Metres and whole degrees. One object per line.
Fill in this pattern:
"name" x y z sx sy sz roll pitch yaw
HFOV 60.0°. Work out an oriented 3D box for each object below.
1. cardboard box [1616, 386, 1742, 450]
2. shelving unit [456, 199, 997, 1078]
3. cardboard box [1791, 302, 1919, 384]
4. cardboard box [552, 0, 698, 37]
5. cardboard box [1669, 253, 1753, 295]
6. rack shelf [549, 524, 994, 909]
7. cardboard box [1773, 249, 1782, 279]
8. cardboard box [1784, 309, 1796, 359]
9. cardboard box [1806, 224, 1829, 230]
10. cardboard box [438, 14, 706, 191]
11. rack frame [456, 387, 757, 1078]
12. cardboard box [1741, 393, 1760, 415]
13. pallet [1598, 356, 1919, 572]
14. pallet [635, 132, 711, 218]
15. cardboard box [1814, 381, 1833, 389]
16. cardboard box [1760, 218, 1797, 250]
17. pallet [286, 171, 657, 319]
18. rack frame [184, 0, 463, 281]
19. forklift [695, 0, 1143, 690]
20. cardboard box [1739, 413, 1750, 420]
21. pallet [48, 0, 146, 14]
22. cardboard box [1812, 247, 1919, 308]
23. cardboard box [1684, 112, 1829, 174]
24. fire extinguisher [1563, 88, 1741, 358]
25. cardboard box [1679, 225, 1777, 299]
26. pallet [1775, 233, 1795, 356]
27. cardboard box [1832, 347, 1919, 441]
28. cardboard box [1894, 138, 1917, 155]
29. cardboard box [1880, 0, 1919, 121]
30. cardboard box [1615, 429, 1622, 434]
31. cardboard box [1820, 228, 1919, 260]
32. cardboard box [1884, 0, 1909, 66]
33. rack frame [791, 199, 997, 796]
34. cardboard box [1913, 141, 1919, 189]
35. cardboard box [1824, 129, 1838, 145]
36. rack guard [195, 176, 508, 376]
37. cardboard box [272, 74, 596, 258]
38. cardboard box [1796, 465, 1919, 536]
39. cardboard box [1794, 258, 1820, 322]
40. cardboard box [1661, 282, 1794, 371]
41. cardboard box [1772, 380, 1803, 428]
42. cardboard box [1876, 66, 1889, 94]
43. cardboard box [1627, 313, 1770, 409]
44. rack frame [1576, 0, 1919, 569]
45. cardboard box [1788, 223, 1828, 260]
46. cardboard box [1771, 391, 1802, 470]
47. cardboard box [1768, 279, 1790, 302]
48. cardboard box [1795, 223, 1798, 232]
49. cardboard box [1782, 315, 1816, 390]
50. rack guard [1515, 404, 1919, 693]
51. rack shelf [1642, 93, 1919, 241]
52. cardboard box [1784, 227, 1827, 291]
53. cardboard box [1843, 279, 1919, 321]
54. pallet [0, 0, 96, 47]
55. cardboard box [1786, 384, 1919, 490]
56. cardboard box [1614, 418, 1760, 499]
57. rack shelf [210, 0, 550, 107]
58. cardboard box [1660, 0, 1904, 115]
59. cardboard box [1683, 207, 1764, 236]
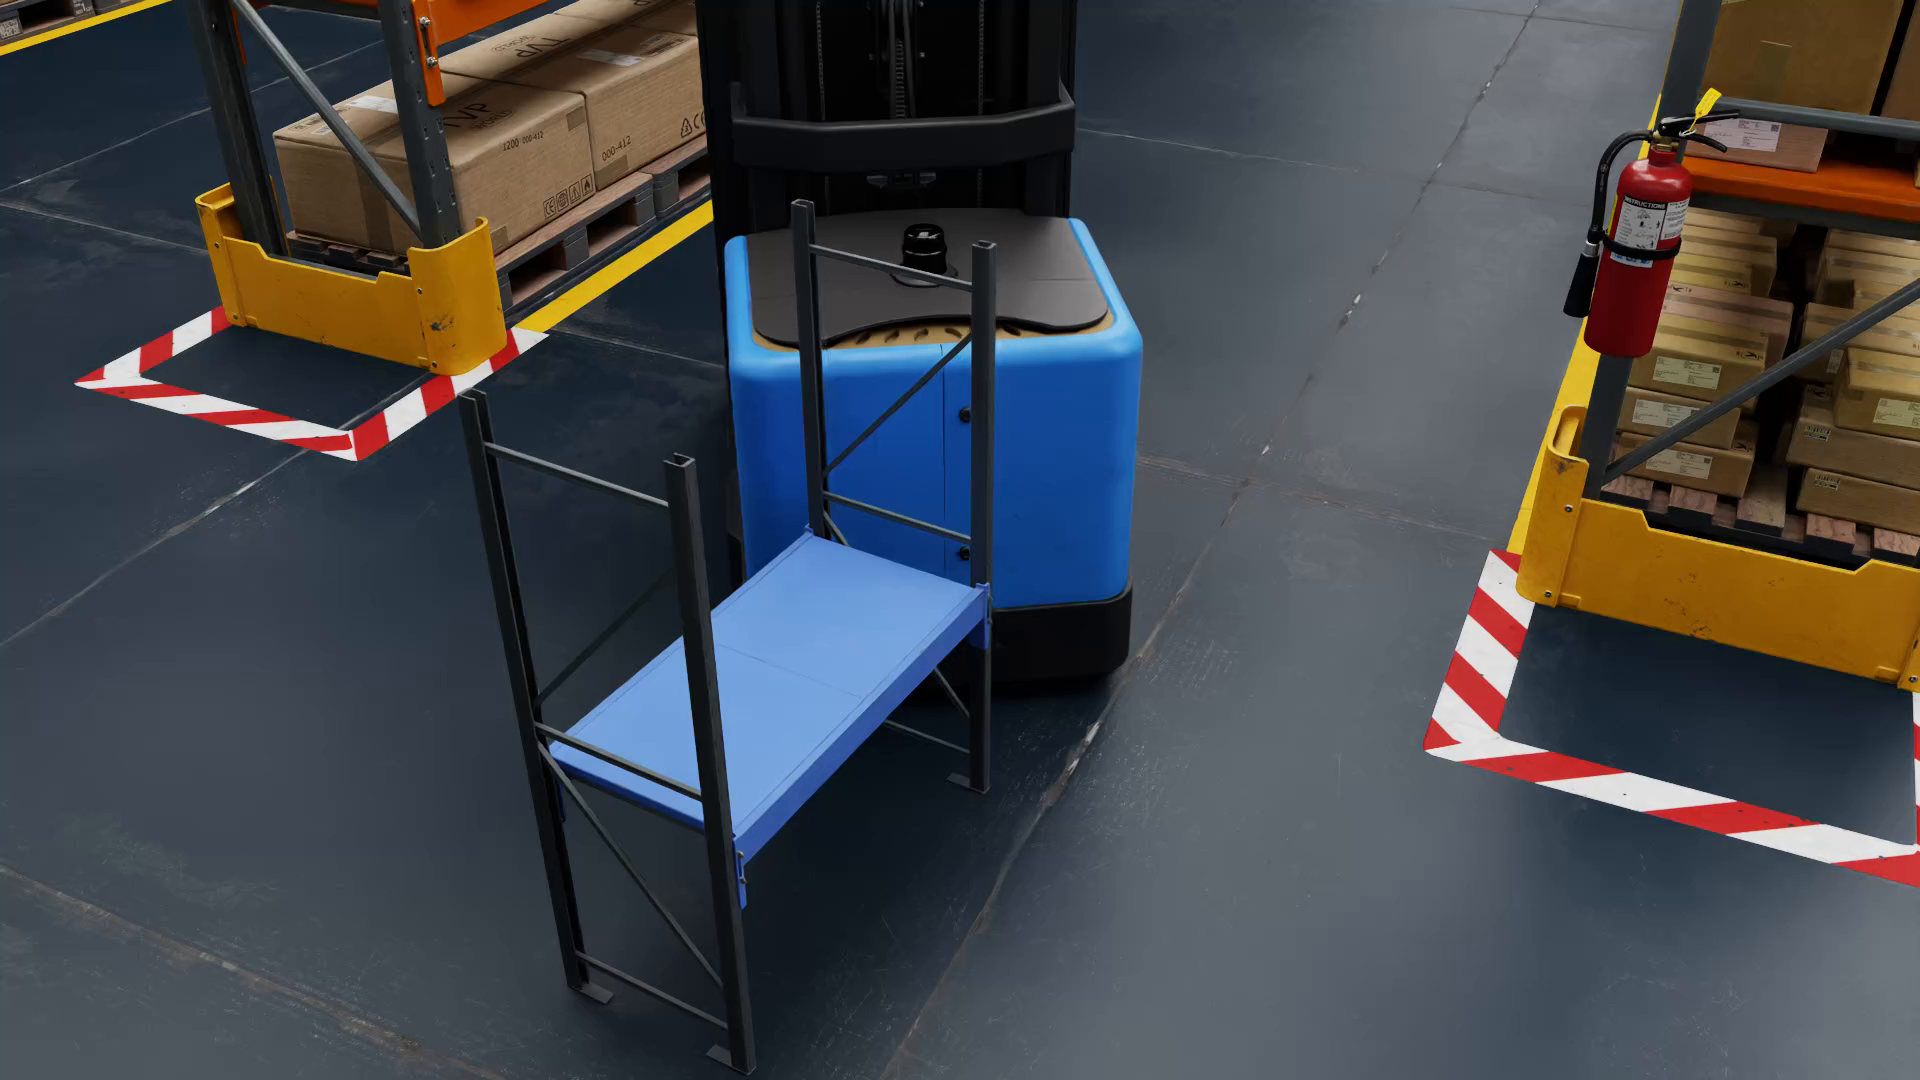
"cardboard box" 2.189 -0.433 5.120 0.380 0.149 0.250 13 36 19
"shelving unit" -0.402 0.193 3.588 0.538 1.500 1.048 18 37 25
"cardboard box" 2.761 -0.577 5.068 0.380 0.149 0.250 15 36 21
"cardboard box" -1.372 -2.444 8.195 0.875 0.438 0.875 13 35 19
"cardboard box" 2.369 -0.821 5.440 0.380 0.149 0.250 13 36 19
"rack shelf" -0.402 0.343 3.687 0.538 0.185 1.000 18 37 25
"cardboard box" 2.910 -1.061 6.349 0.380 0.149 0.250 15 36 22
"cardboard box" 3.097 -0.693 5.788 0.380 0.149 0.250 14 36 21
"cardboard box" 3.306 -1.219 6.048 0.380 0.149 0.250 14 36 21
"cardboard box" -1.750 -1.995 7.511 0.875 0.438 0.875 15 36 22
"rack frame" -0.656 0.434 3.220 0.500 1.500 0.032 18 37 25
"cardboard box" 2.347 -0.550 5.300 0.380 0.149 0.250 13 36 19
"pallet" 2.631 -0.265 5.461 1.003 0.211 1.213 14 36 20
"pallet" -1.536 -1.937 8.012 1.003 0.211 1.213 14 36 20
"cardboard box" 2.846 -0.430 5.116 0.380 0.149 0.250 14 36 20
"cardboard box" 2.808 -1.187 6.000 0.380 0.149 0.250 13 35 19
"pallet" -2.047 -1.332 7.089 1.003 0.211 1.213 14 36 20
"rack frame" -2.311 -2.082 5.689 1.000 3.000 0.127 14 36 20
"forklift" -0.242 -1.589 5.000 1.130 2.935 3.031 -4 33 -6
"cardboard box" 2.463 -0.553 5.575 0.380 0.149 0.250 14 36 20
"pallet" -5.436 -3.703 10.705 1.003 0.211 1.213 14 36 20
"cardboard box" 3.012 -0.815 5.432 0.380 0.149 0.250 12 35 18
"cardboard box" 2.107 -1.119 4.450 0.380 0.149 0.250 14 36 21
"fire extinguisher" 1.703 -0.789 4.128 0.296 0.674 0.183 14 36 20
"cardboard box" 2.535 -0.935 5.615 0.380 0.149 0.250 13 35 19
"pallet" 3.143 -0.870 6.384 1.003 0.211 1.213 14 36 20
"cardboard box" 2.755 -0.412 4.817 0.380 0.149 0.250 13 35 18
"cardboard box" 2.730 -1.114 4.442 0.380 0.149 0.250 15 36 22
"cardboard box" 2.666 -1.323 4.169 0.500 0.500 0.500 16 36 23
"cardboard box" 2.274 -0.441 5.404 0.380 0.149 0.250 15 36 22
"cardboard box" 3.136 -0.951 5.639 0.380 0.149 0.250 16 36 22
"cardboard box" 2.867 -1.595 4.585 0.500 0.500 0.500 14 36 21
"rack frame" -0.147 -0.049 3.956 0.500 1.500 0.032 18 37 25
"cardboard box" 2.661 -0.978 4.234 0.380 0.149 0.250 14 36 20
"cardboard box" 2.245 -1.234 4.625 0.380 0.149 0.250 14 36 20
"rack guard" -2.321 -1.024 6.356 1.175 0.500 0.348 14 36 20
"cardboard box" -2.126 -1.538 6.813 0.875 0.438 0.875 13 35 19
"cardboard box" 2.737 -0.167 4.987 0.380 0.149 0.250 15 36 21
"cardboard box" 3.098 -0.829 5.724 0.380 0.149 0.250 12 35 18
"cardboard box" 2.376 -0.662 5.199 0.380 0.149 0.250 15 36 21
"cardboard box" 2.870 -0.442 5.405 0.380 0.149 0.250 15 36 21
"cardboard box" 2.875 -1.396 4.873 0.380 0.149 0.250 16 36 23
"cardboard box" 2.219 -0.550 5.028 0.380 0.149 0.250 15 36 21
"rack frame" 2.227 -0.996 4.034 1.000 3.000 0.127 14 36 20
"cardboard box" 3.296 -1.106 6.146 0.380 0.149 0.250 16 36 23
"cardboard box" 2.772 -0.317 5.214 0.380 0.149 0.250 14 36 20
"cardboard box" 2.611 -0.802 5.683 0.380 0.149 0.250 14 36 20
"cardboard box" 3.589 -1.339 6.773 0.380 0.149 0.250 13 36 19
"cardboard box" 2.868 -0.572 5.332 0.380 0.149 0.250 15 36 21
"rack guard" 2.259 0.011 4.777 1.175 0.500 0.348 14 36 20
"rack shelf" 3.064 -1.692 5.750 1.077 0.370 4.000 14 36 20
"cardboard box" 3.174 -0.973 5.945 0.380 0.149 0.250 16 37 23
"cardboard box" 2.983 -0.673 5.215 0.380 0.149 0.250 14 36 20
"pallet" -5.945 -3.093 9.775 1.003 0.211 1.213 14 36 20
"cardboard box" 2.680 -0.306 4.927 0.380 0.149 0.250 16 36 22
"cardboard box" 2.258 -0.290 5.173 0.380 0.149 0.250 15 36 21
"rack shelf" -1.474 -2.777 7.406 1.077 0.370 4.000 14 36 20
"cardboard box" 2.182 -1.446 4.357 0.500 0.500 0.500 15 36 21
"cardboard box" 2.597 -1.082 5.838 0.380 0.149 0.250 16 36 22
